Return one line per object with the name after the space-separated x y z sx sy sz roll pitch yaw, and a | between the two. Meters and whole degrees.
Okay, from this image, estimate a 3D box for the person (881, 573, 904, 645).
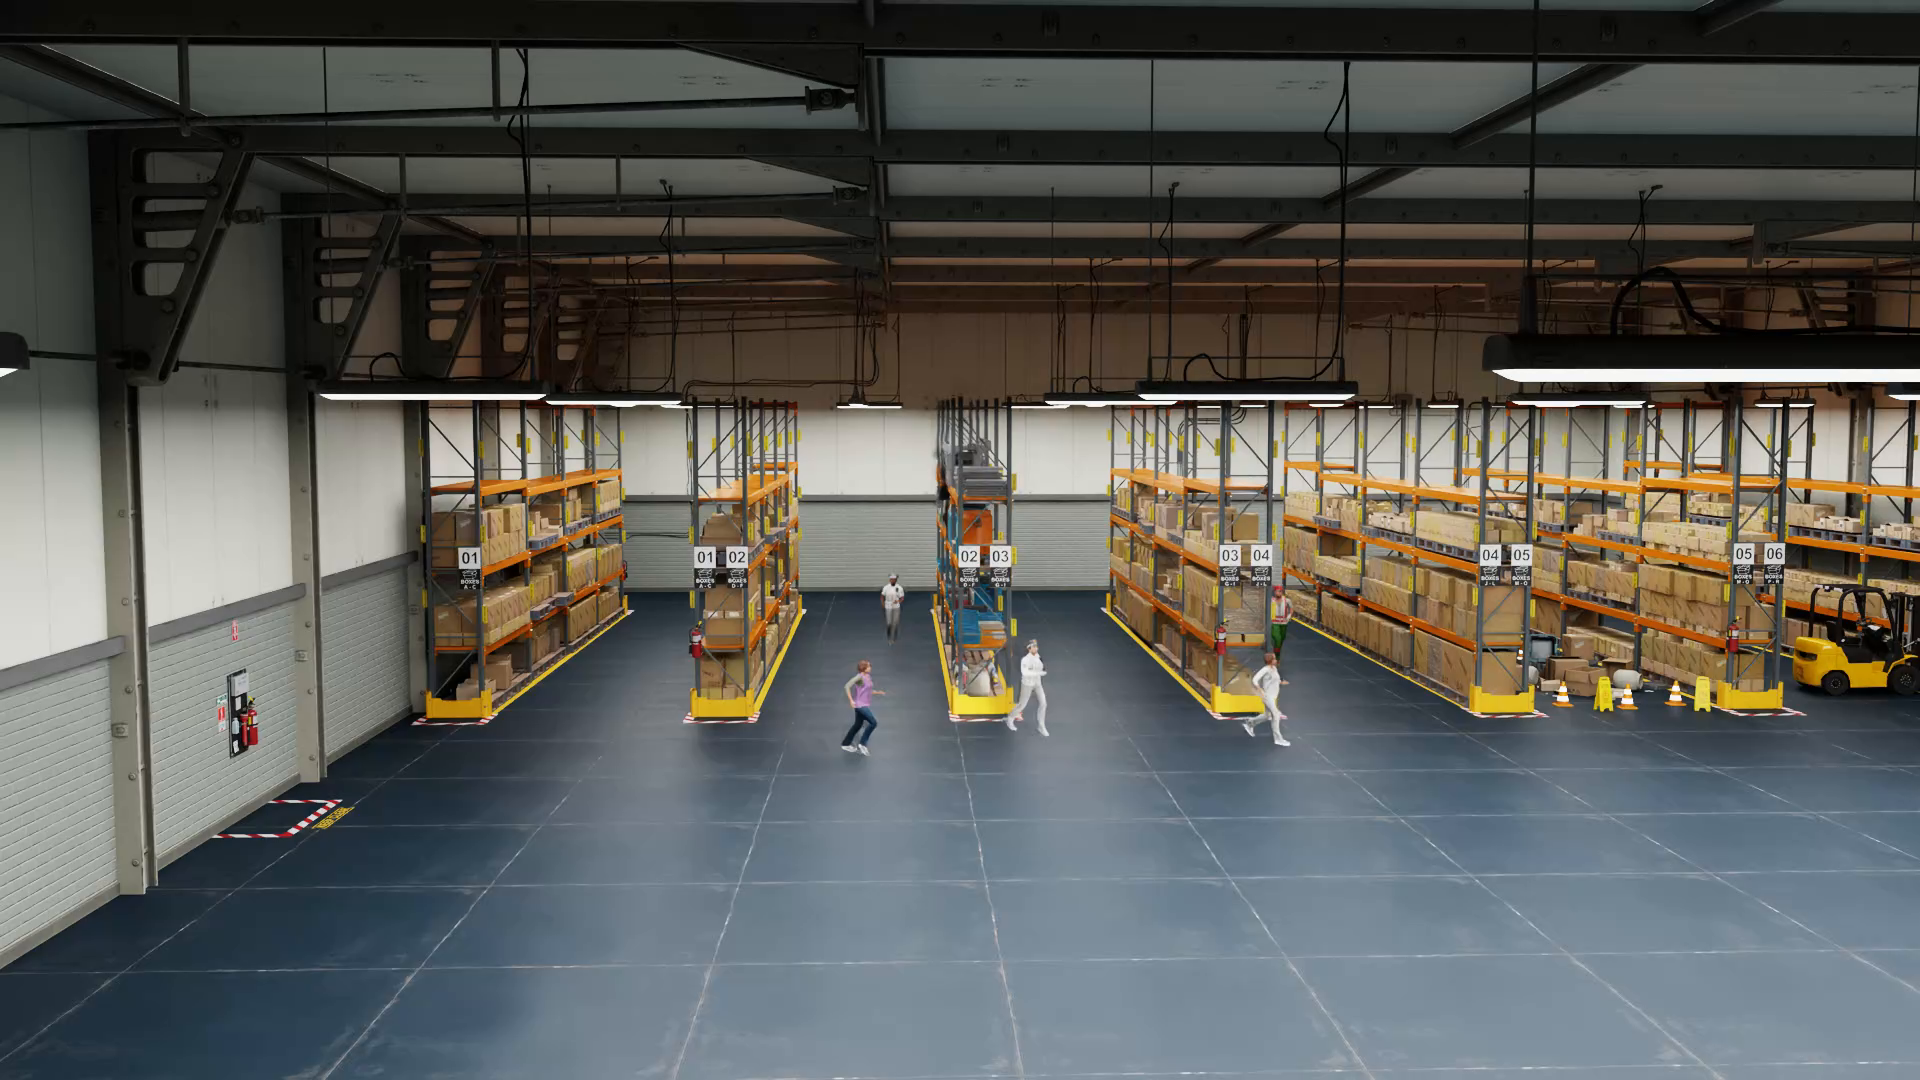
-1.571 1.616 38.669 0.562 1.696 0.605 0 4 -2 | person

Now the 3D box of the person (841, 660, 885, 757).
-1.618 2.791 27.629 0.760 1.615 0.498 1 5 12 | person

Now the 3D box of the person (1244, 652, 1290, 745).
5.269 2.707 28.537 0.846 1.582 0.536 3 5 30 | person

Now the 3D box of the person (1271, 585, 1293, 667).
7.236 1.923 37.729 0.639 1.818 0.852 0 4 0 | person

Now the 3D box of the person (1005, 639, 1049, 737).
1.228 2.603 29.511 0.881 1.731 0.622 4 6 45 | person
